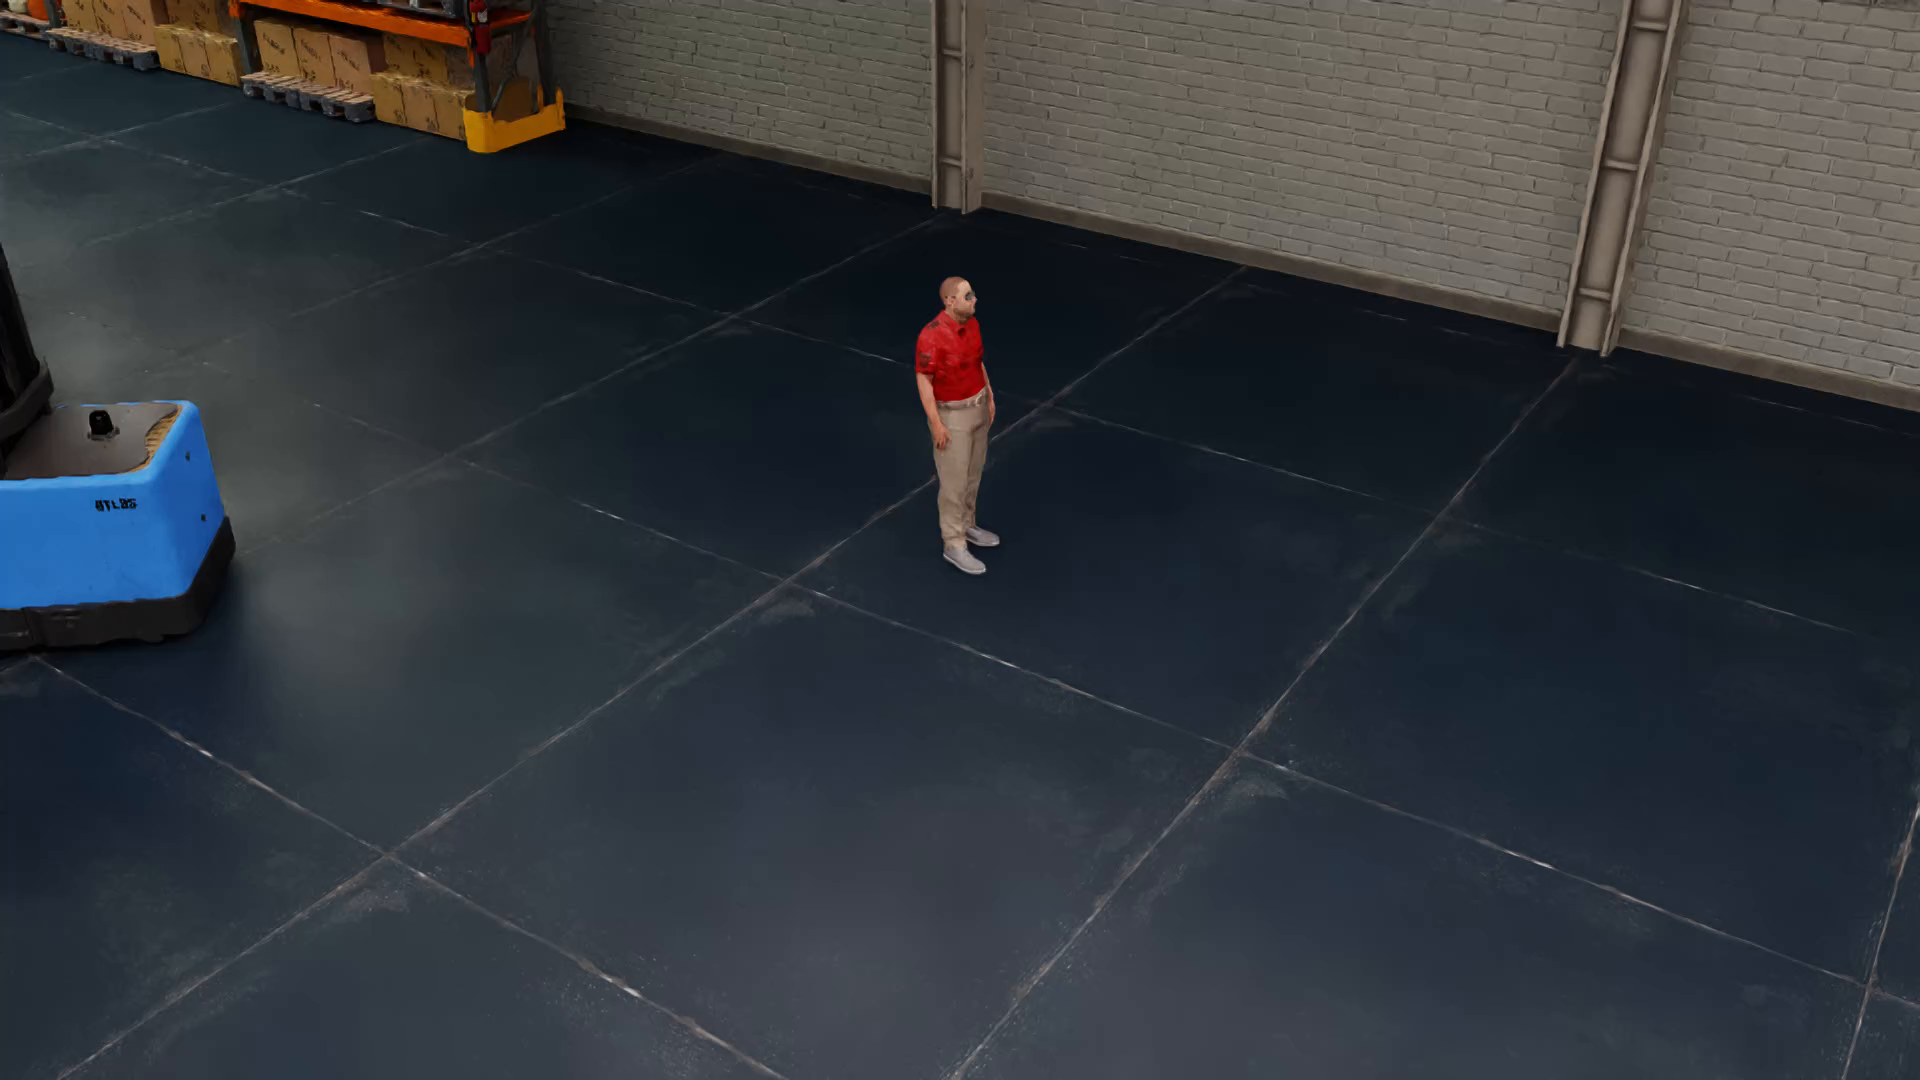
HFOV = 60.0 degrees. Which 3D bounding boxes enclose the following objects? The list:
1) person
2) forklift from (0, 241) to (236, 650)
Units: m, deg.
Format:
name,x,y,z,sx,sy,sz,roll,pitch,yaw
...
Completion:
name,x,y,z,sx,sy,sz,roll,pitch,yaw
person,0.068,-0.724,10.010,0.550,1.726,0.640,19,35,29
forklift,-5.910,-0.835,9.019,3.031,2.935,1.130,-4,30,-7
